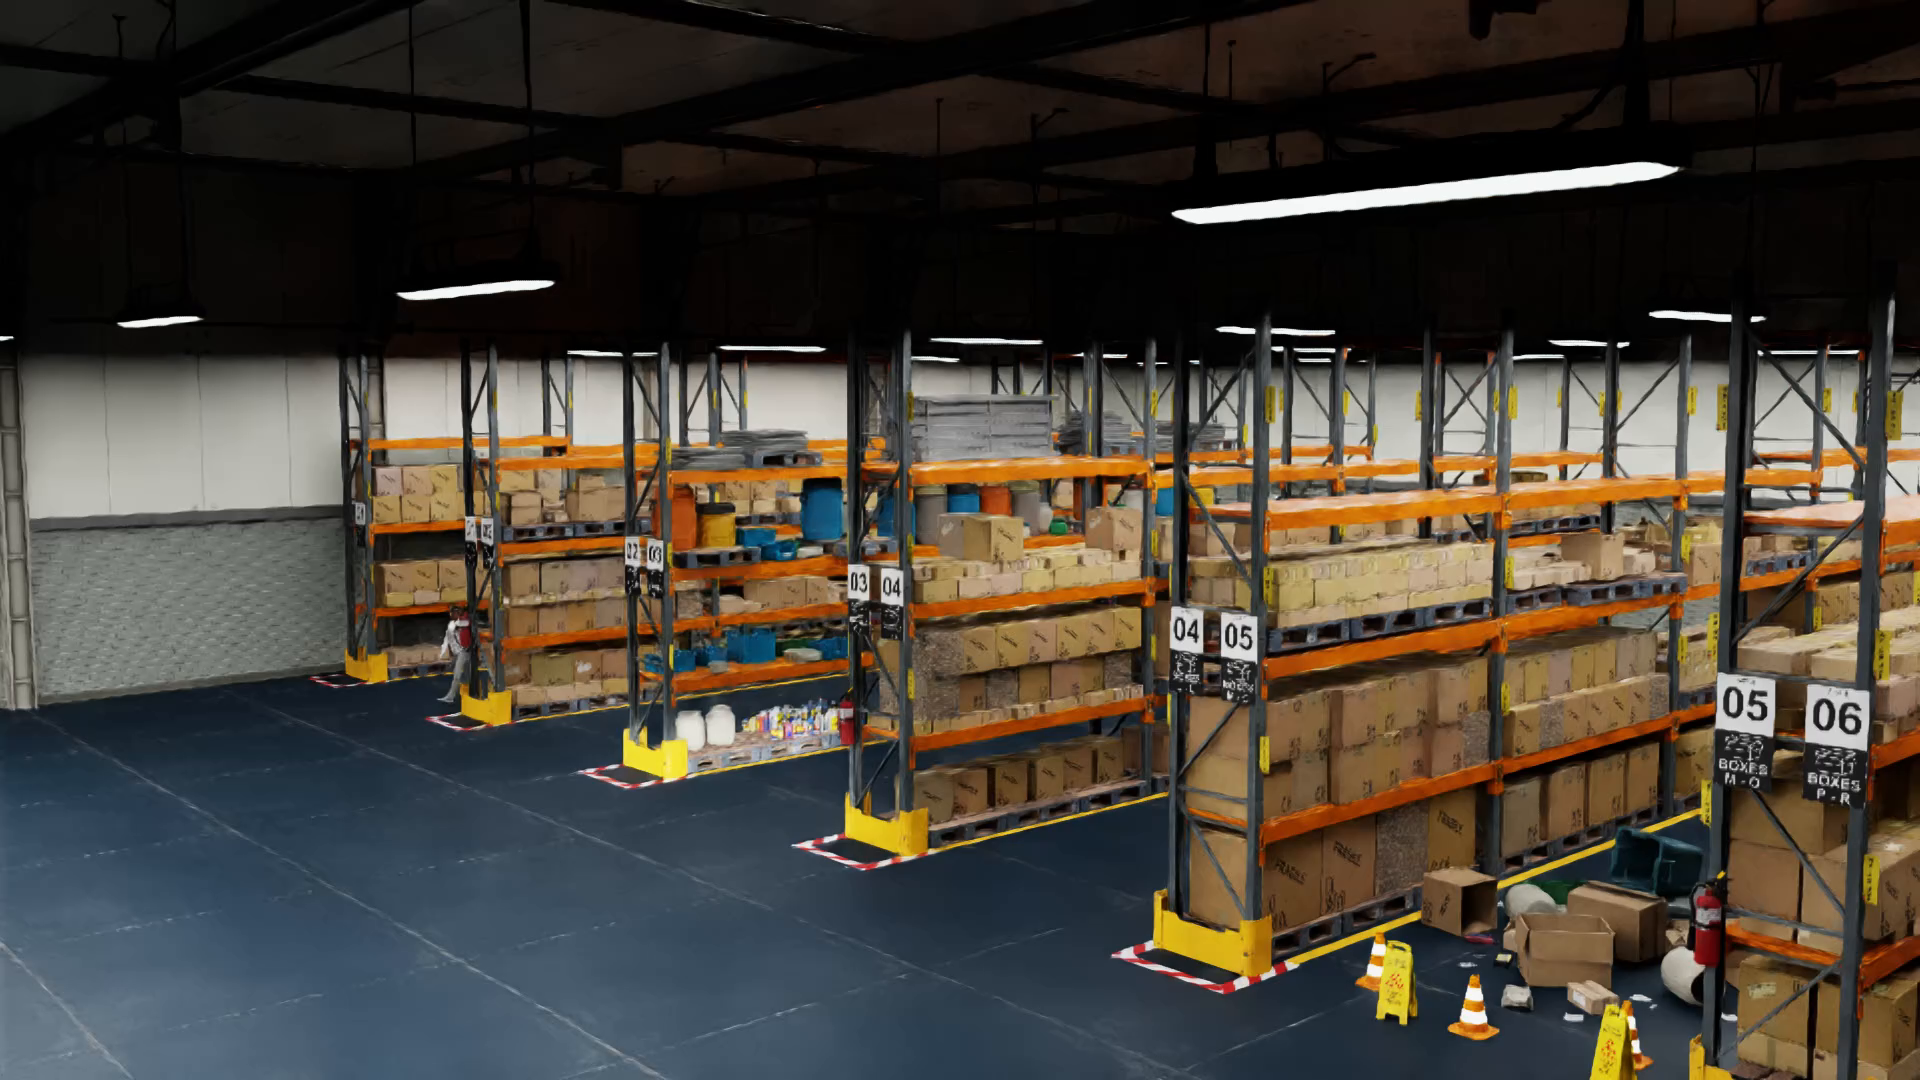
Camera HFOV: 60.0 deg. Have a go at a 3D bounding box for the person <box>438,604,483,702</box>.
[{"bbox_3d":[-8.371,1.855,27.739,0.482,1.622,0.994,4,7,39],"label":"person"}]
